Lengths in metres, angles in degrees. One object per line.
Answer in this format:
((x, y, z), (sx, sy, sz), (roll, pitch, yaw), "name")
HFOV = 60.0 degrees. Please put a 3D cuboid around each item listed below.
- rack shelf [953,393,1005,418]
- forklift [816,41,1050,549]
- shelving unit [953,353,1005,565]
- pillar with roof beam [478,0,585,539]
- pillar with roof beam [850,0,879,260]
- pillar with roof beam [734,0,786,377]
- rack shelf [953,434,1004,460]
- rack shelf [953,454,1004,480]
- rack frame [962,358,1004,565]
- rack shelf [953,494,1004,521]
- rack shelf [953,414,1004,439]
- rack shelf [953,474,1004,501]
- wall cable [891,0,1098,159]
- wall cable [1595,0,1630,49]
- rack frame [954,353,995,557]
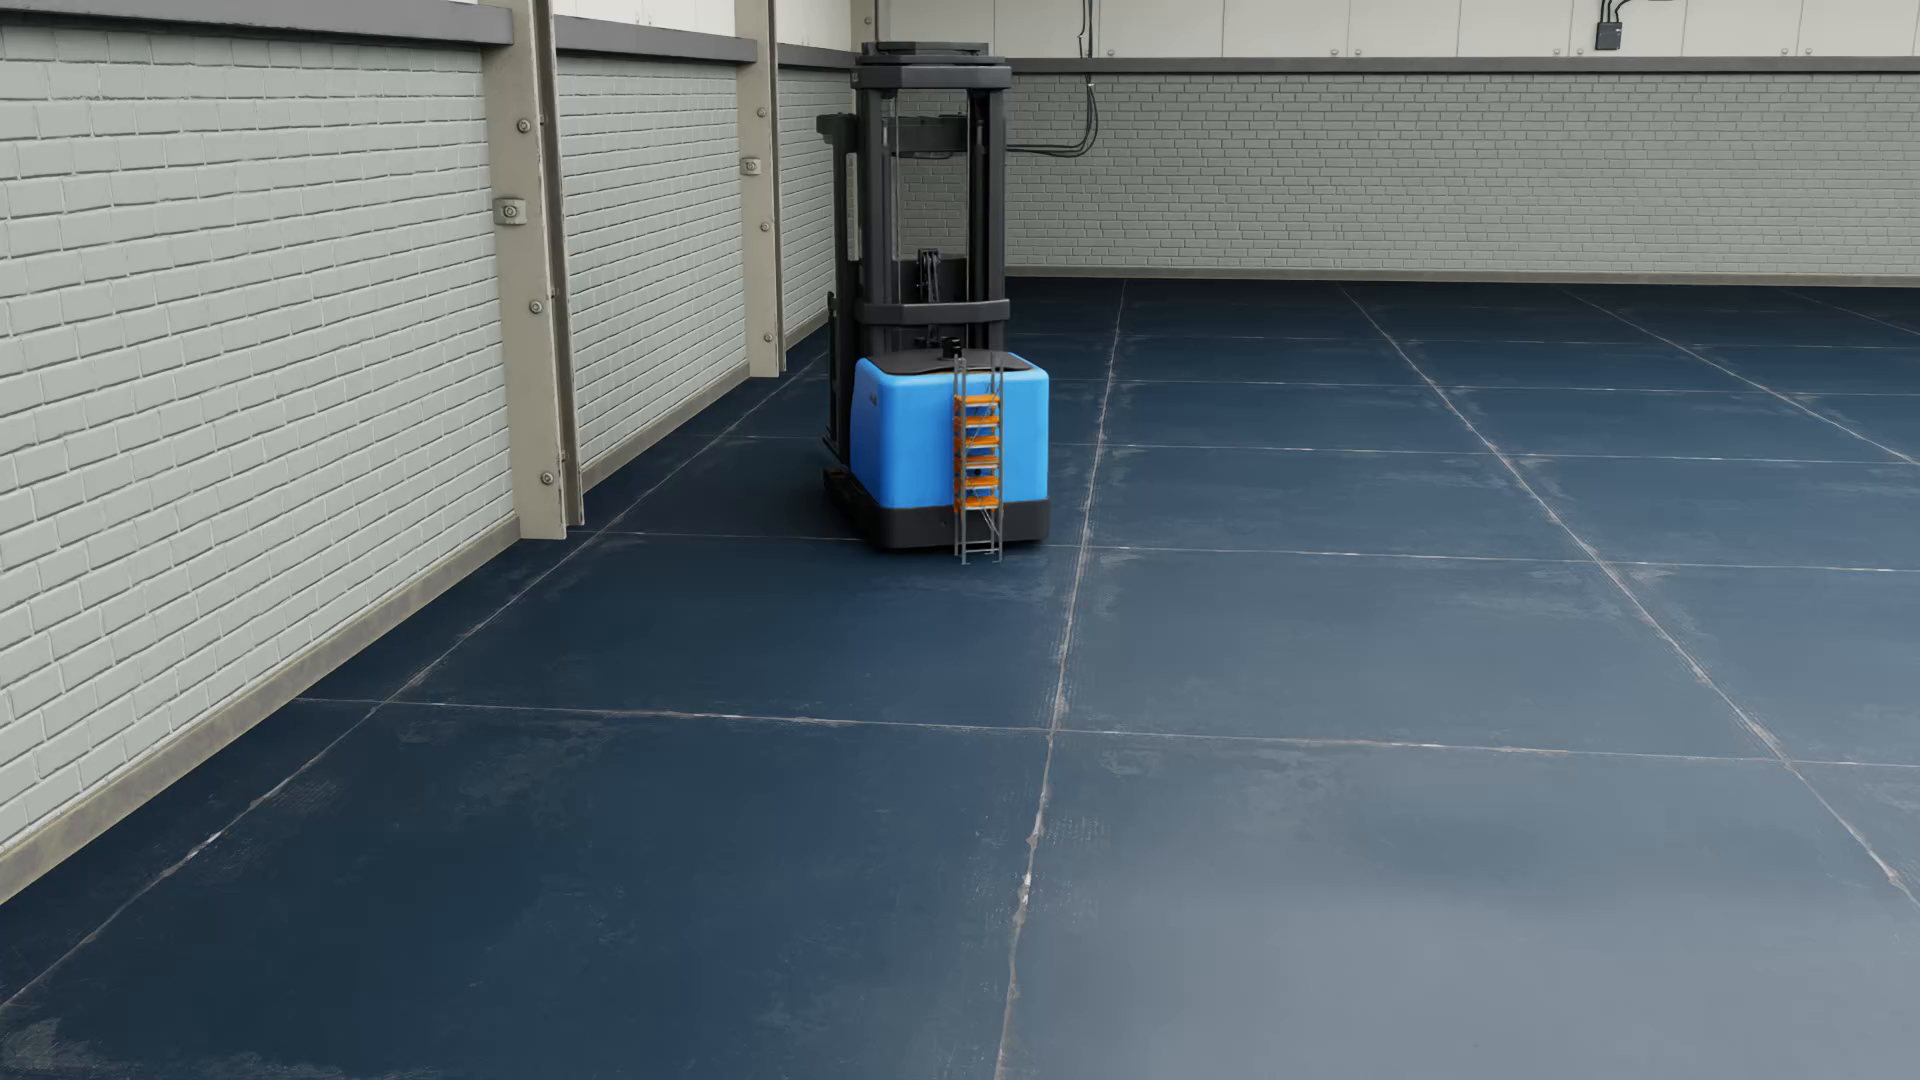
((0.106, -0.768, 9.494), (0.258, 0.103, 0.180), (-4, 16, -13), "rack shelf")
((-0.311, -1.705, 10.854), (1.130, 2.935, 3.031), (-4, 16, -13), "forklift")
((0.106, -0.463, 9.576), (0.258, 1.200, 0.189), (-4, 16, -13), "shelving unit")
((1.721, -4.277, 8.738), (9.100, 9.000, 0.400), (2, 15, 6), "pillar with roof beam")
((3.075, -7.389, 20.248), (9.100, 9.000, 0.400), (2, 15, 6), "pillar with roof beam")
((2.398, -5.833, 14.493), (9.100, 9.000, 0.400), (2, 15, 6), "pillar with roof beam")
((0.106, -0.536, 9.556), (0.258, 0.103, 0.180), (-4, 16, -13), "rack shelf")
((0.106, -0.420, 9.588), (0.258, 0.103, 0.180), (-4, 16, -13), "rack shelf")
((0.128, -0.440, 9.490), (0.240, 1.200, 0.006), (-4, 16, -13), "rack frame")
((0.106, -0.189, 9.650), (0.258, 0.103, 0.180), (-4, 16, -13), "rack shelf")
((0.106, -0.652, 9.525), (0.258, 0.103, 0.180), (-4, 16, -13), "rack shelf")
((0.106, -0.304, 9.619), (0.258, 0.103, 0.180), (-4, 16, -13), "rack shelf")
((0.444, -6.742, 23.804), (3.097, 2.526, 0.112), (2, 15, 6), "wall cable")
((9.875, -9.599, 21.905), (2.305, 6.003, 0.169), (2, 15, 6), "wall cable")
((0.084, -0.486, 9.662), (0.240, 1.200, 0.006), (-4, 16, -13), "rack frame")
